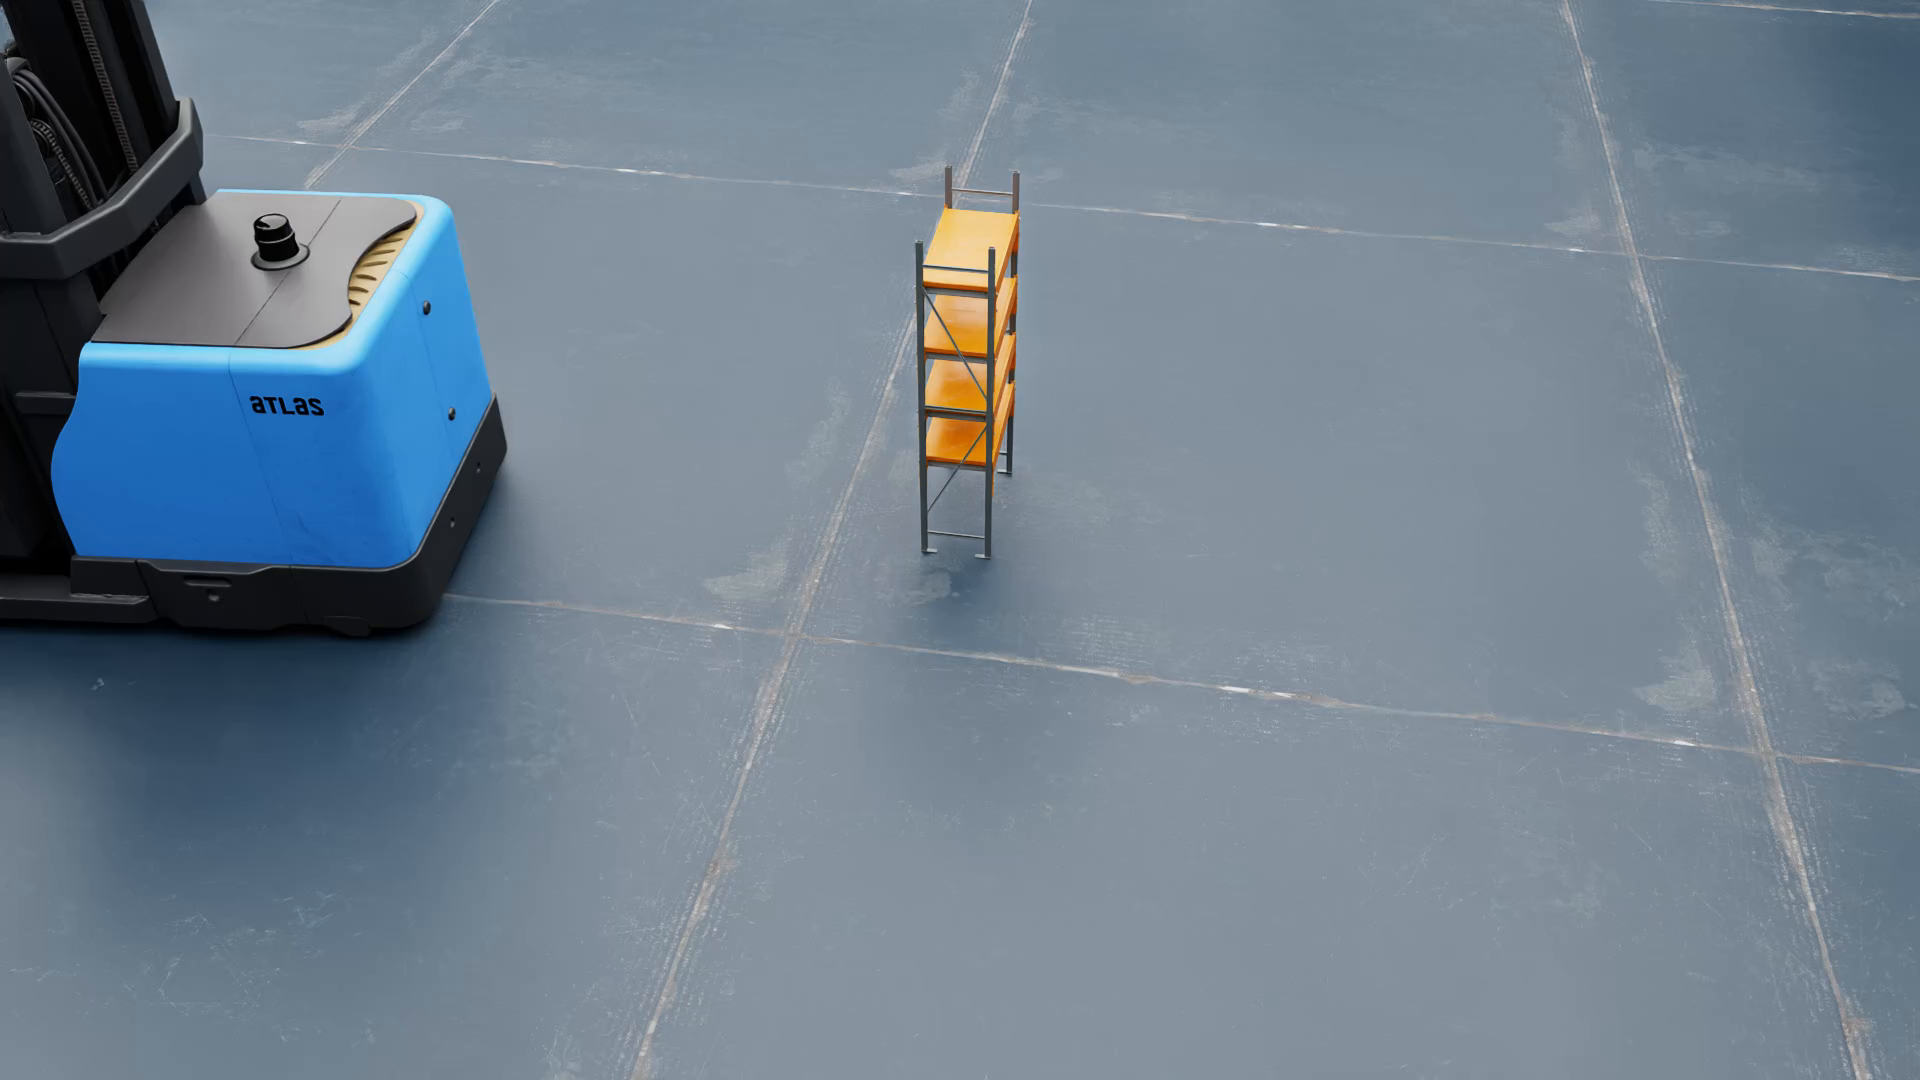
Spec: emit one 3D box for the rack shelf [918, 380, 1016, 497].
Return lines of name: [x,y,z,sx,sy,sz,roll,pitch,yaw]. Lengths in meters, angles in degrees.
rack shelf: [0.029,-0.361,5.663,0.258,0.148,0.480,6,40,8]

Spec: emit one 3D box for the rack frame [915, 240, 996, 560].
rack frame: [-0.014,-0.413,5.308,0.240,1.200,0.015,6,40,8]

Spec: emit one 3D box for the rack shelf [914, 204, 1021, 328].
rack shelf: [0.029,-0.869,5.243,0.258,0.148,0.480,6,40,8]

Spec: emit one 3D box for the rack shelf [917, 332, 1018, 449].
rack shelf: [0.029,-0.514,5.536,0.258,0.148,0.480,6,40,8]

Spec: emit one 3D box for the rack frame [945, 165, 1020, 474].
rack frame: [0.071,-0.719,5.679,0.240,1.200,0.015,6,40,8]

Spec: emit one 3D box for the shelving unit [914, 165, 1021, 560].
shelving unit: [0.029,-0.566,5.493,0.258,1.200,0.503,6,40,8]

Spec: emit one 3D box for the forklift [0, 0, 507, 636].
forklift: [-3.179,-1.184,4.882,3.031,2.935,1.130,2,40,3]

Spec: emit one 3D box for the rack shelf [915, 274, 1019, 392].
rack shelf: [0.029,-0.687,5.394,0.258,0.148,0.480,6,40,8]
